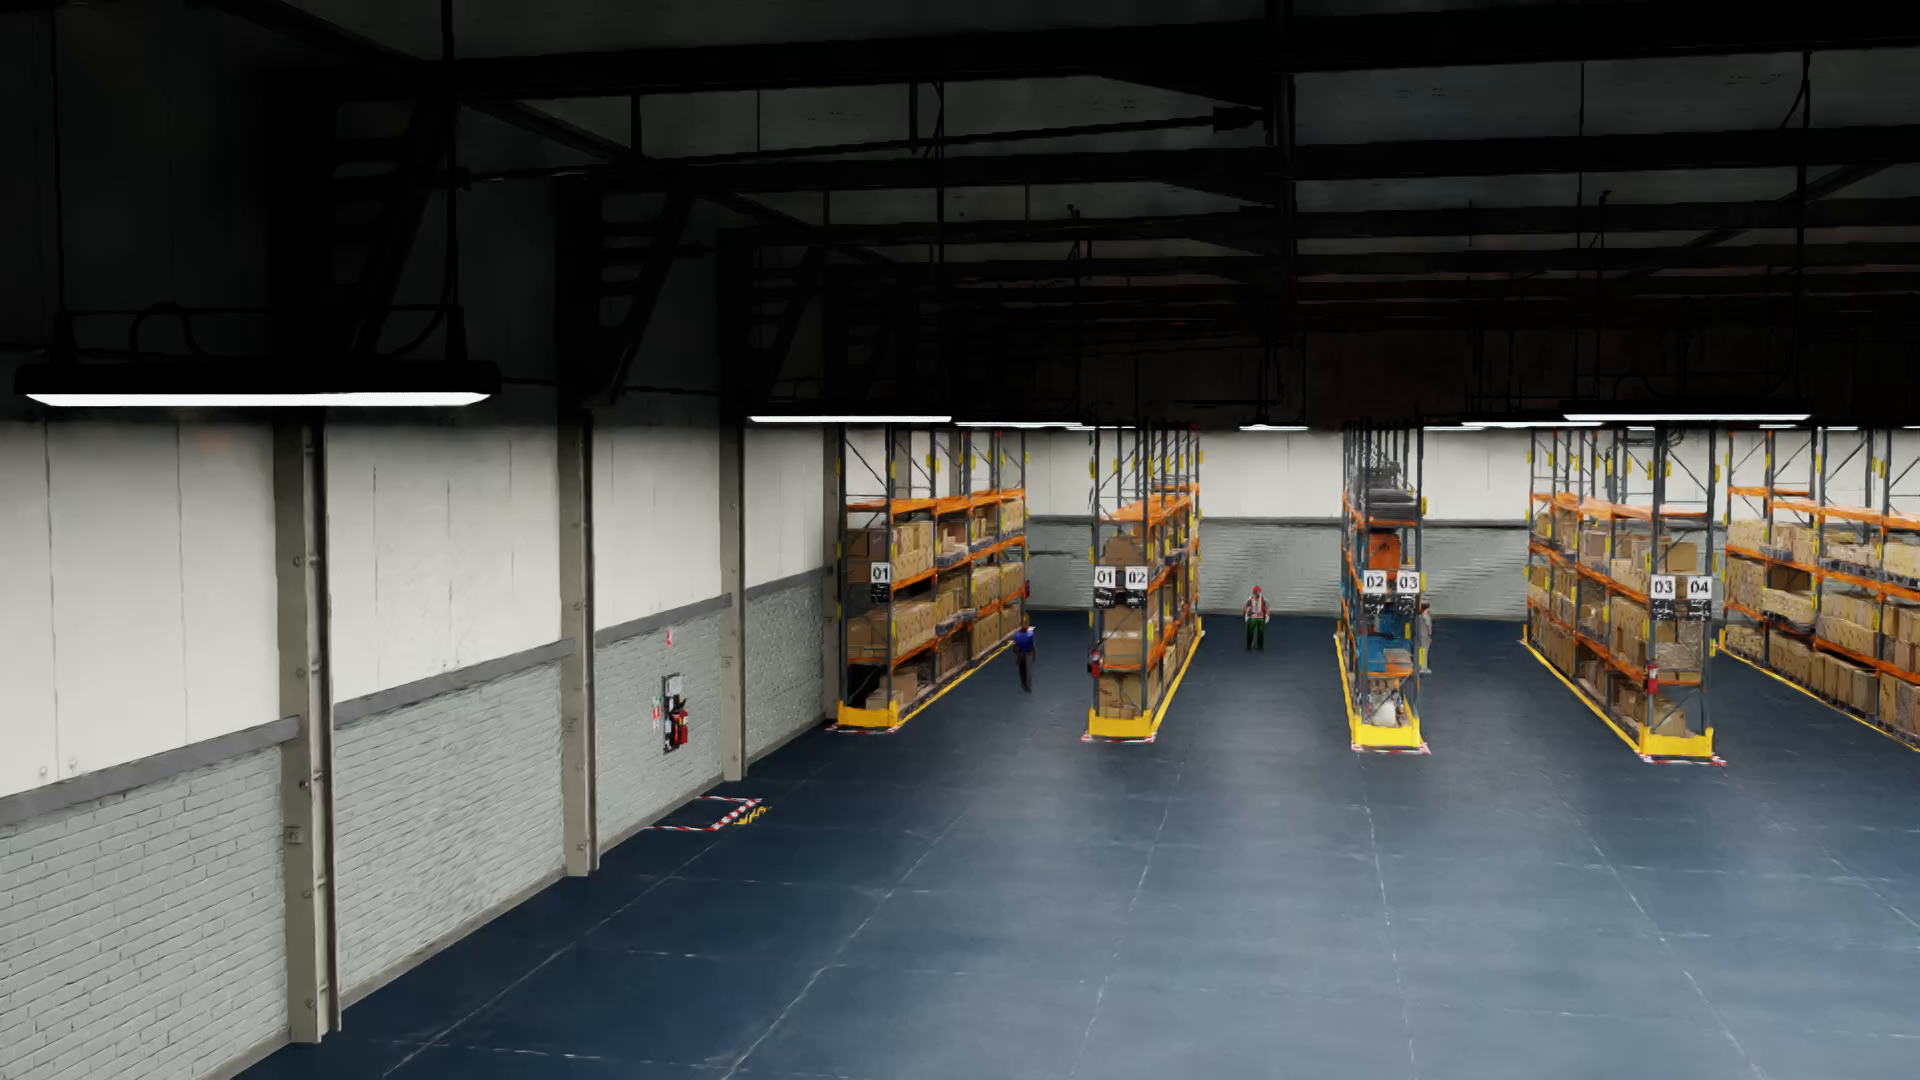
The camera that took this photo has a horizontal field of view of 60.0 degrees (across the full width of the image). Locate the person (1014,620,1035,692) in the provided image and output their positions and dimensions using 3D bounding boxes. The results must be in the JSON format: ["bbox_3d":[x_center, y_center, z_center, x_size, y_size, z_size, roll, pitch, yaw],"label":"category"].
[{"bbox_3d":[1.414,2.534,36.727,0.450,1.572,1.089,1,4,9],"label":"person"}]

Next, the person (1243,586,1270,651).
[{"bbox_3d":[7.733,2.047,43.391,0.677,1.741,0.547,1,4,10],"label":"person"}]

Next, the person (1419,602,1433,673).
[{"bbox_3d":[11.054,2.305,39.482,0.391,1.677,0.545,-1,4,-11],"label":"person"}]
